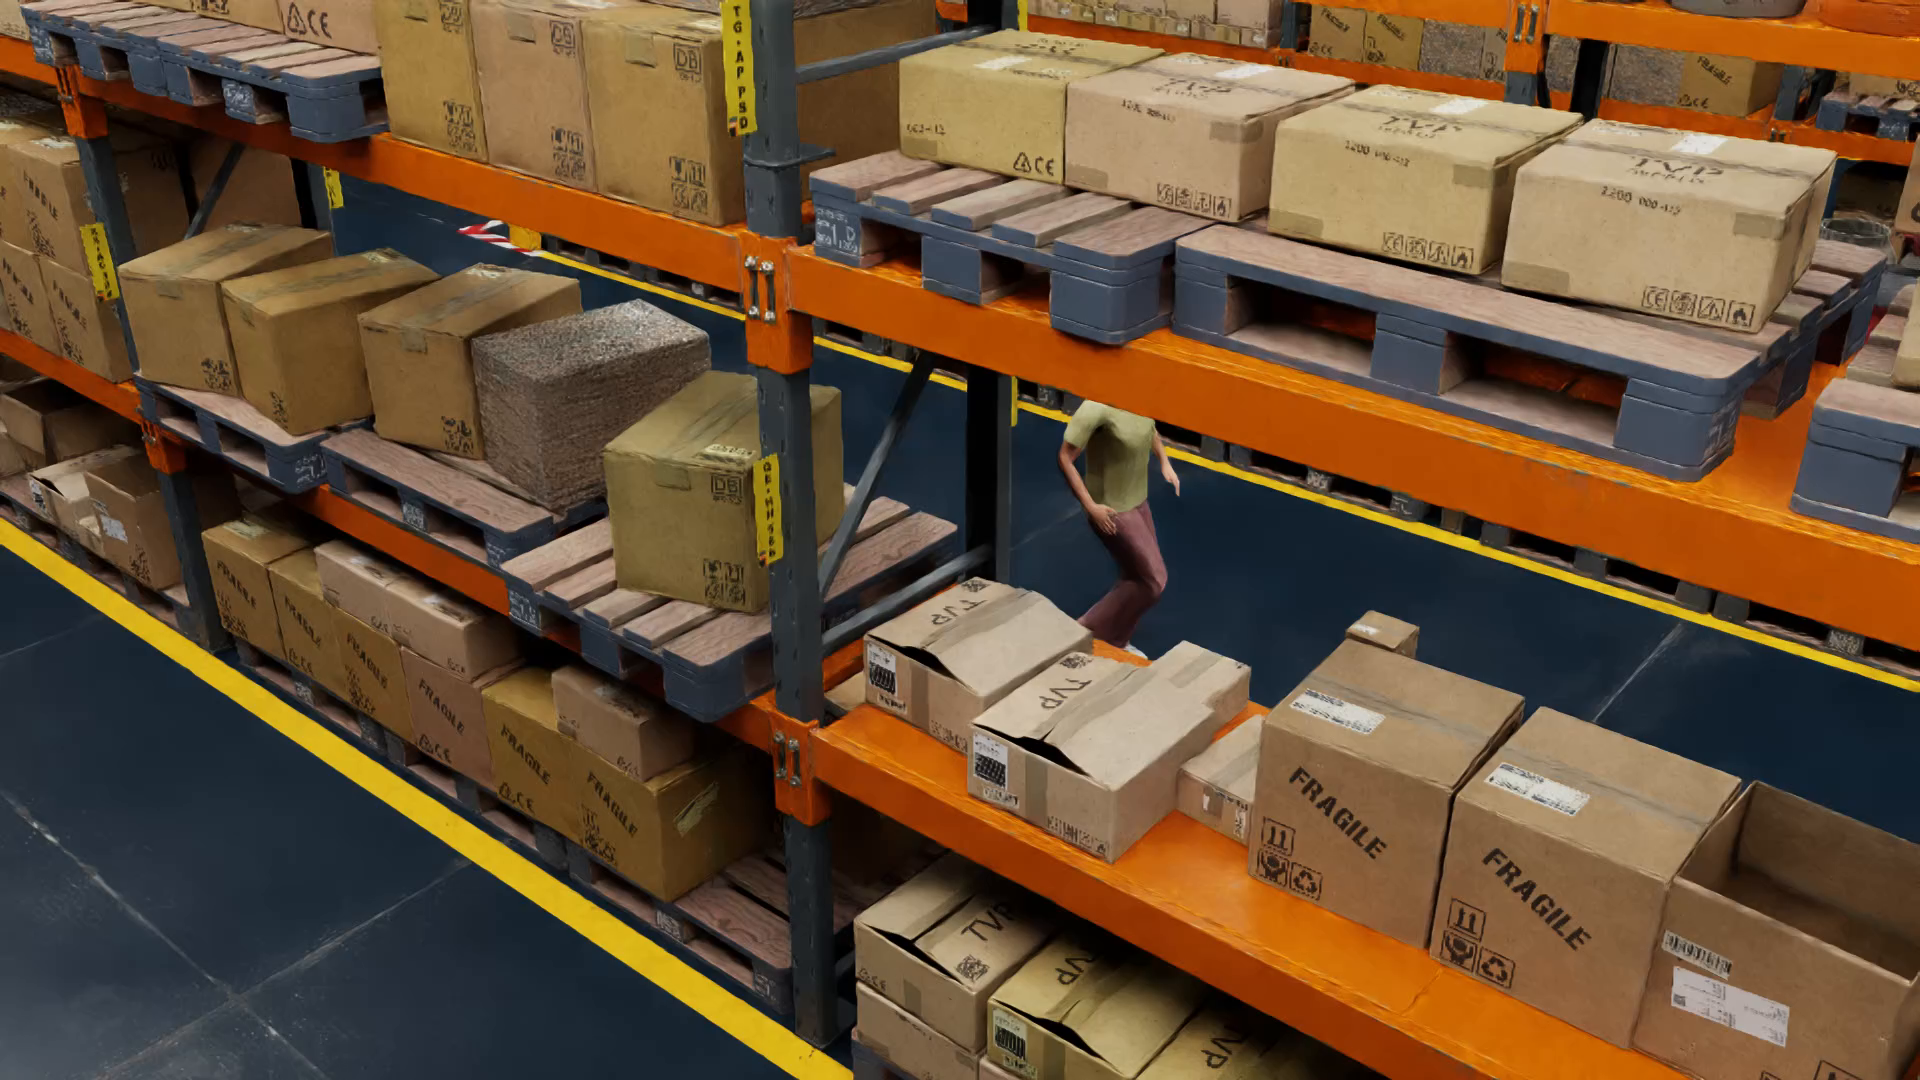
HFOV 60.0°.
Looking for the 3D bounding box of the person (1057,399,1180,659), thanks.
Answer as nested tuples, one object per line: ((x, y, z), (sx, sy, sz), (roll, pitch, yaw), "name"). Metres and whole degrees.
((0.759, -0.156, 7.463), (0.491, 1.633, 0.611), (13, 30, 24), "person")
